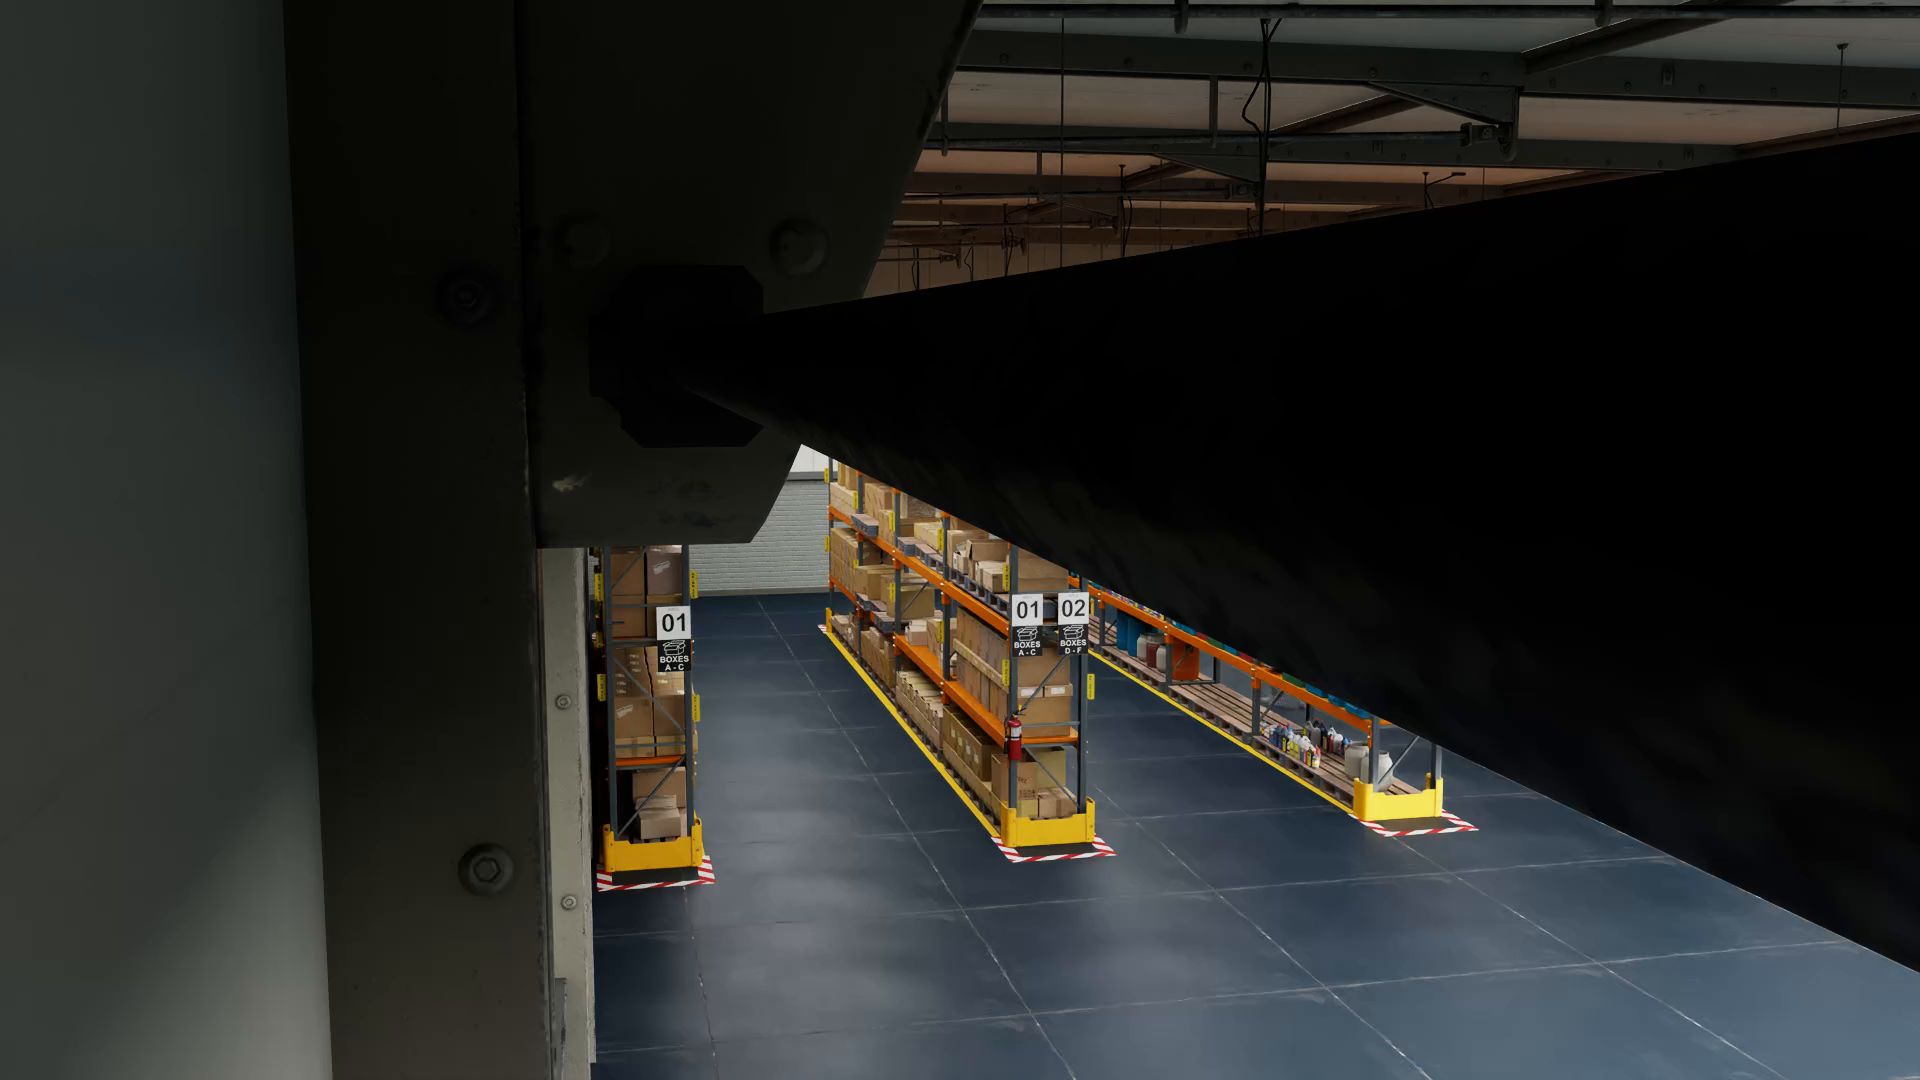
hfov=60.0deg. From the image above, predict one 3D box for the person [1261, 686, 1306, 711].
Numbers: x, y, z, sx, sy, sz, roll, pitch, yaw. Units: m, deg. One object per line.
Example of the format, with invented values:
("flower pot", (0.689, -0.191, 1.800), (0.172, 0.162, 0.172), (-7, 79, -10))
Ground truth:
("person", (5.690, 2.076, 28.814), (0.849, 1.702, 0.735), (0, 7, 2))
